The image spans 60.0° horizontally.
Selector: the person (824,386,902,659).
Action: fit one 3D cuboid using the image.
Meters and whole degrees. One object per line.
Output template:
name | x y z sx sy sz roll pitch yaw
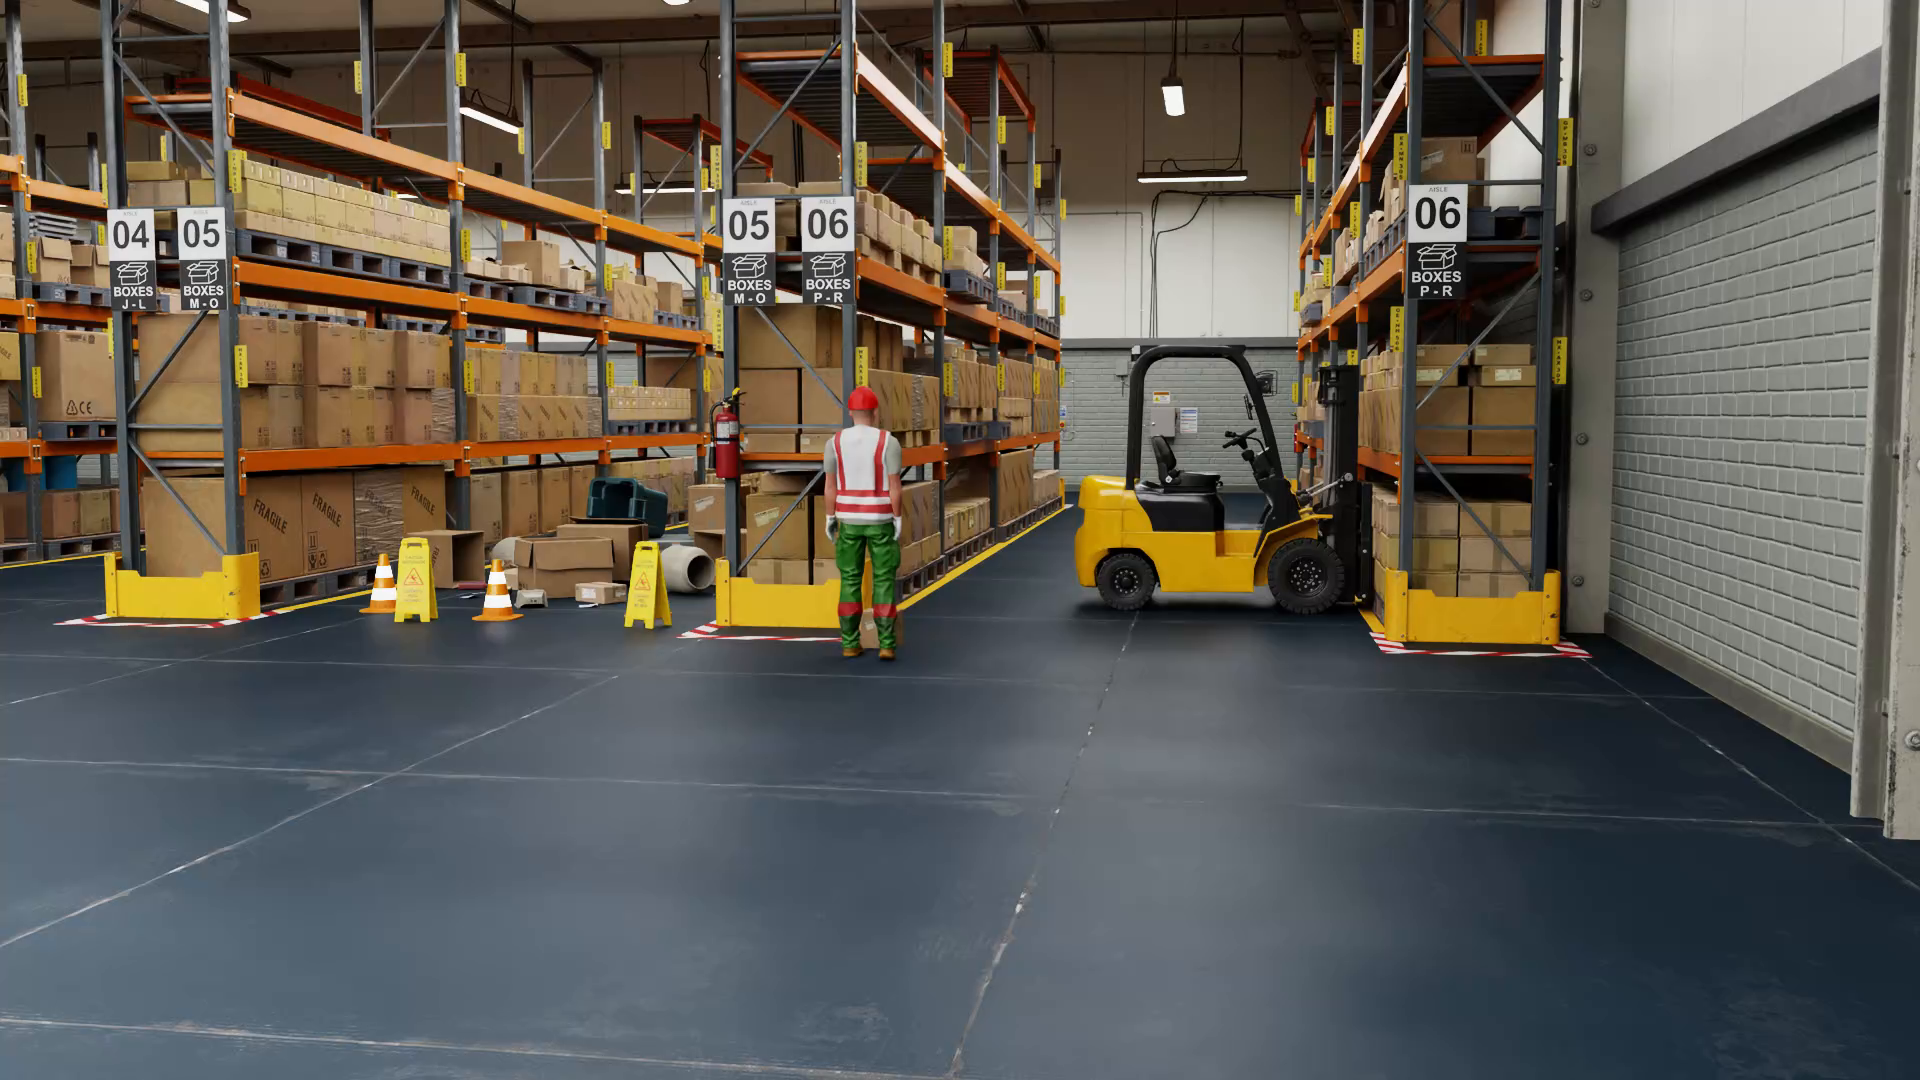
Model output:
person | -0.628 -0.093 10.984 0.530 1.843 0.384 1 4 10
